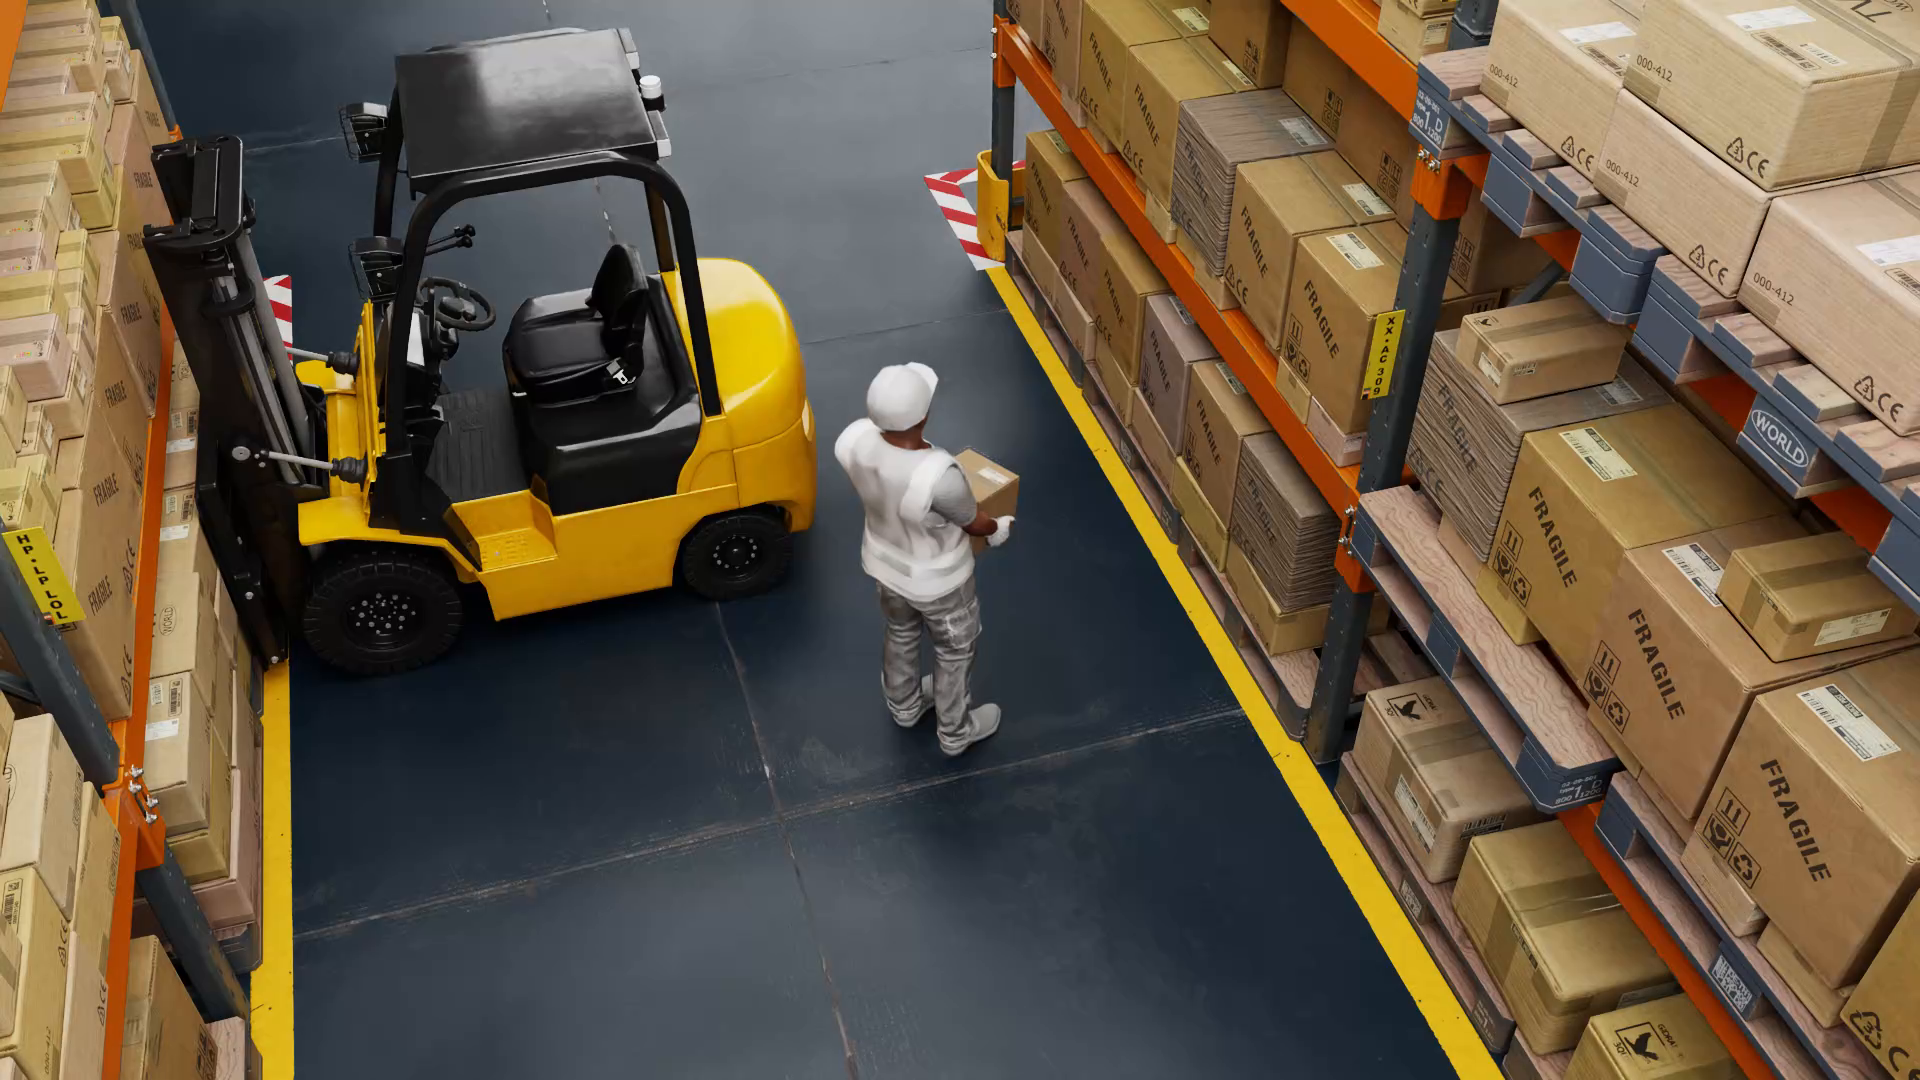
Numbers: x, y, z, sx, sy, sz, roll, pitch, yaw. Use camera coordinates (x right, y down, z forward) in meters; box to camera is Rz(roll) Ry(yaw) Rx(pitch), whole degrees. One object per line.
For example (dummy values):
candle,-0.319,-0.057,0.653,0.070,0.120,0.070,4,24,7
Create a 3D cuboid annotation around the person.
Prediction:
person,-0.096,0.038,6.100,0.503,1.787,0.570,30,50,29
